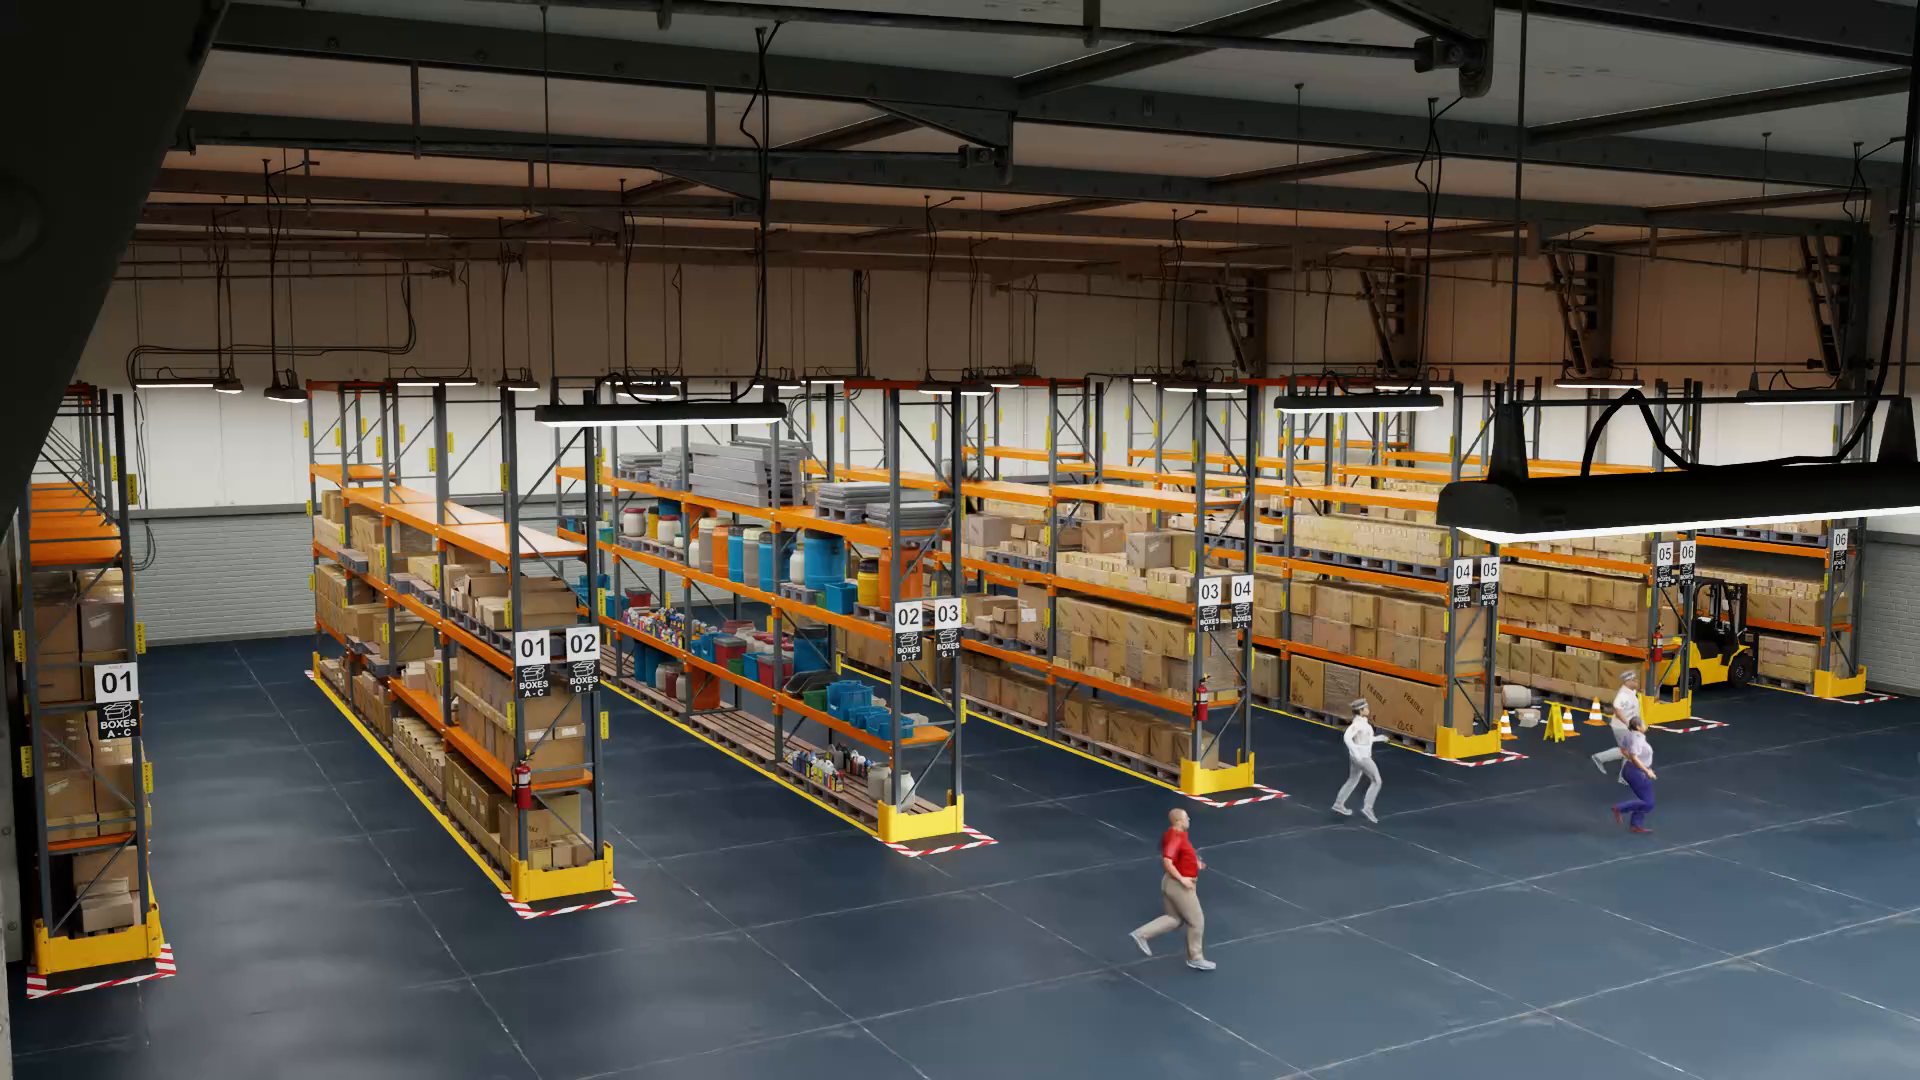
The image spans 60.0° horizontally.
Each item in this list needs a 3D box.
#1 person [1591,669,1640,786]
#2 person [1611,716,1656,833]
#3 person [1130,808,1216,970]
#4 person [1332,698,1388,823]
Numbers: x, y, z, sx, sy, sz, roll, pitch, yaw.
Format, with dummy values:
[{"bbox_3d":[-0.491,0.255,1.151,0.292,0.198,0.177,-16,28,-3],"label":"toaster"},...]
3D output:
[{"bbox_3d":[9.908,2.806,25.045,0.729,1.781,0.663,3,7,24],"label":"person"},{"bbox_3d":[9.067,3.164,22.425,0.586,1.608,0.613,1,6,7],"label":"person"},{"bbox_3d":[2.245,3.650,17.361,0.902,1.731,0.663,-1,6,-8],"label":"person"},{"bbox_3d":[5.551,3.046,23.042,0.733,1.749,0.580,1,6,6],"label":"person"}]
